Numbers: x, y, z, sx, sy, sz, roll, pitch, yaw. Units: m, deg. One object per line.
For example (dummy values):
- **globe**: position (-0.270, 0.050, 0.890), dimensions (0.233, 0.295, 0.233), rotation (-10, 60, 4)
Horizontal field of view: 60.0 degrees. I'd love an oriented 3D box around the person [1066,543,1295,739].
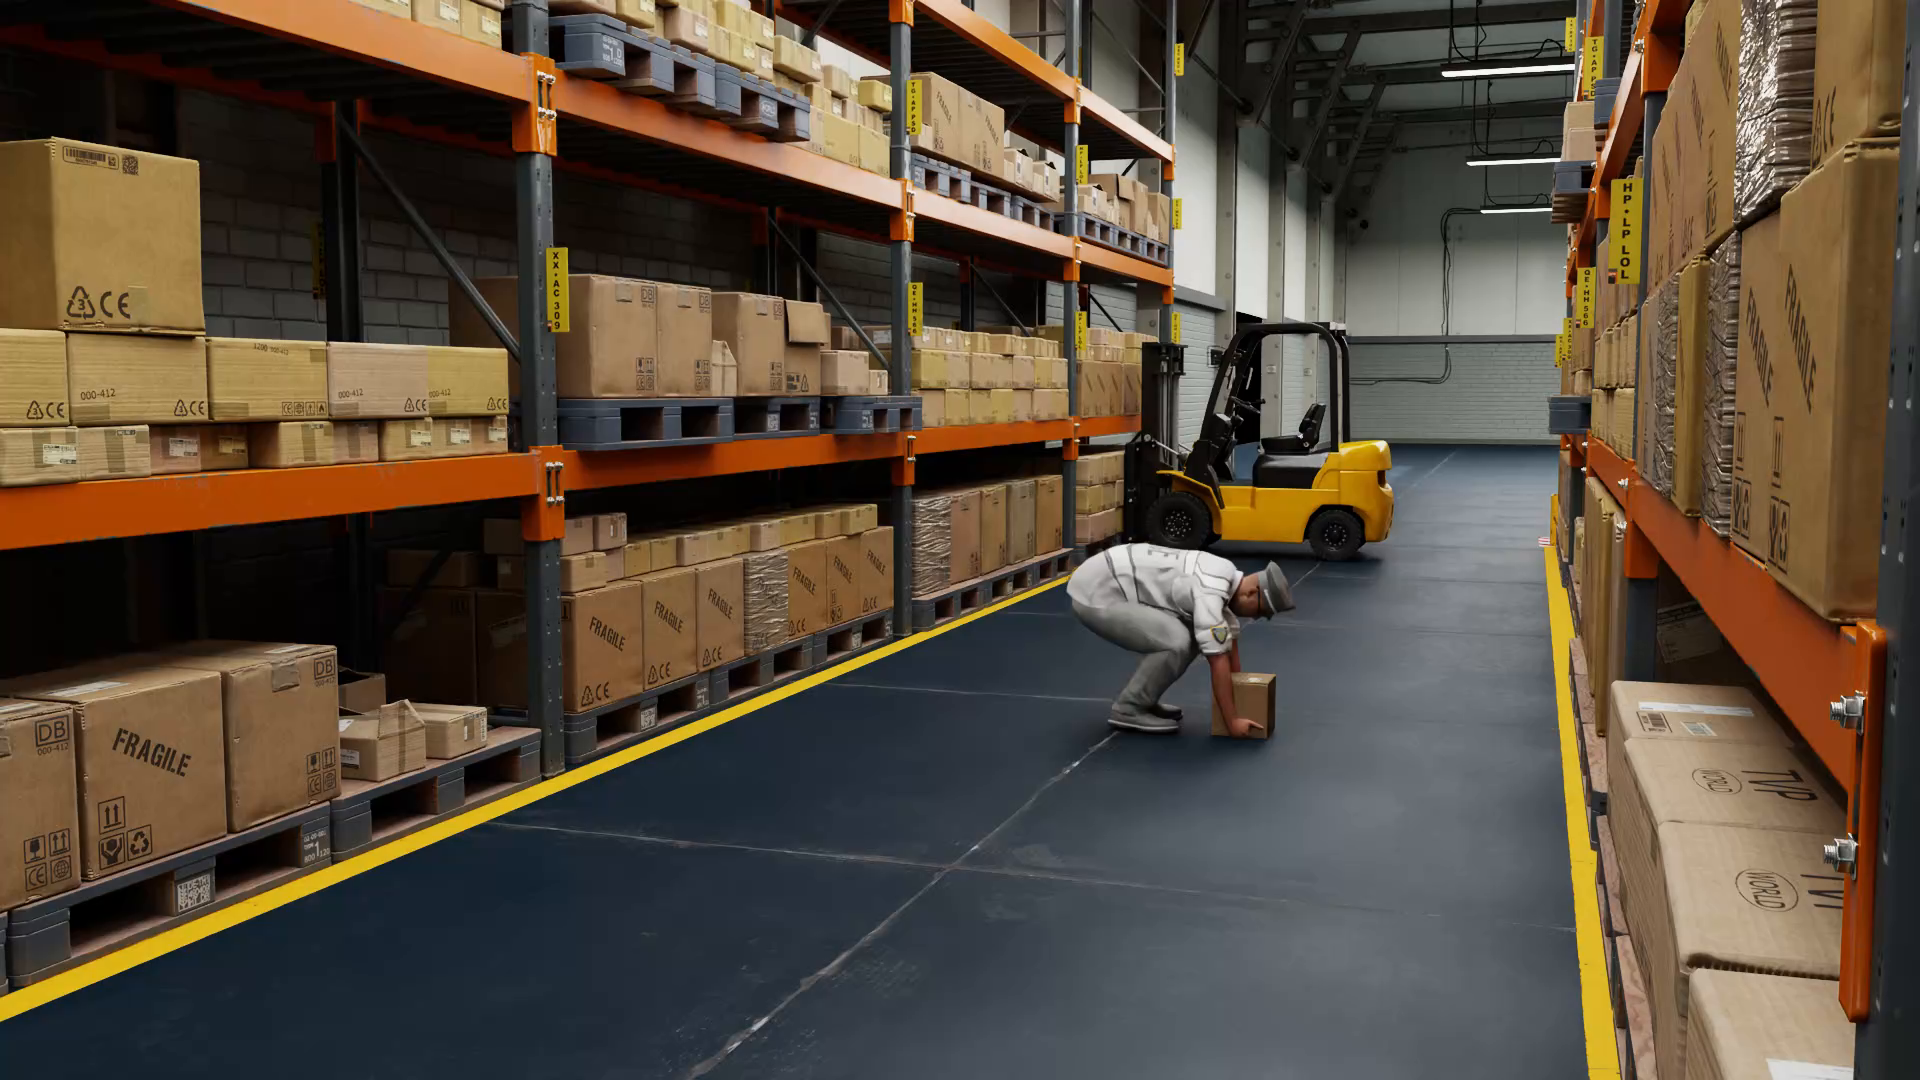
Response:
- **person**: position (1.009, 0.451, 7.617), dimensions (1.032, 0.865, 0.530), rotation (2, 5, 17)
